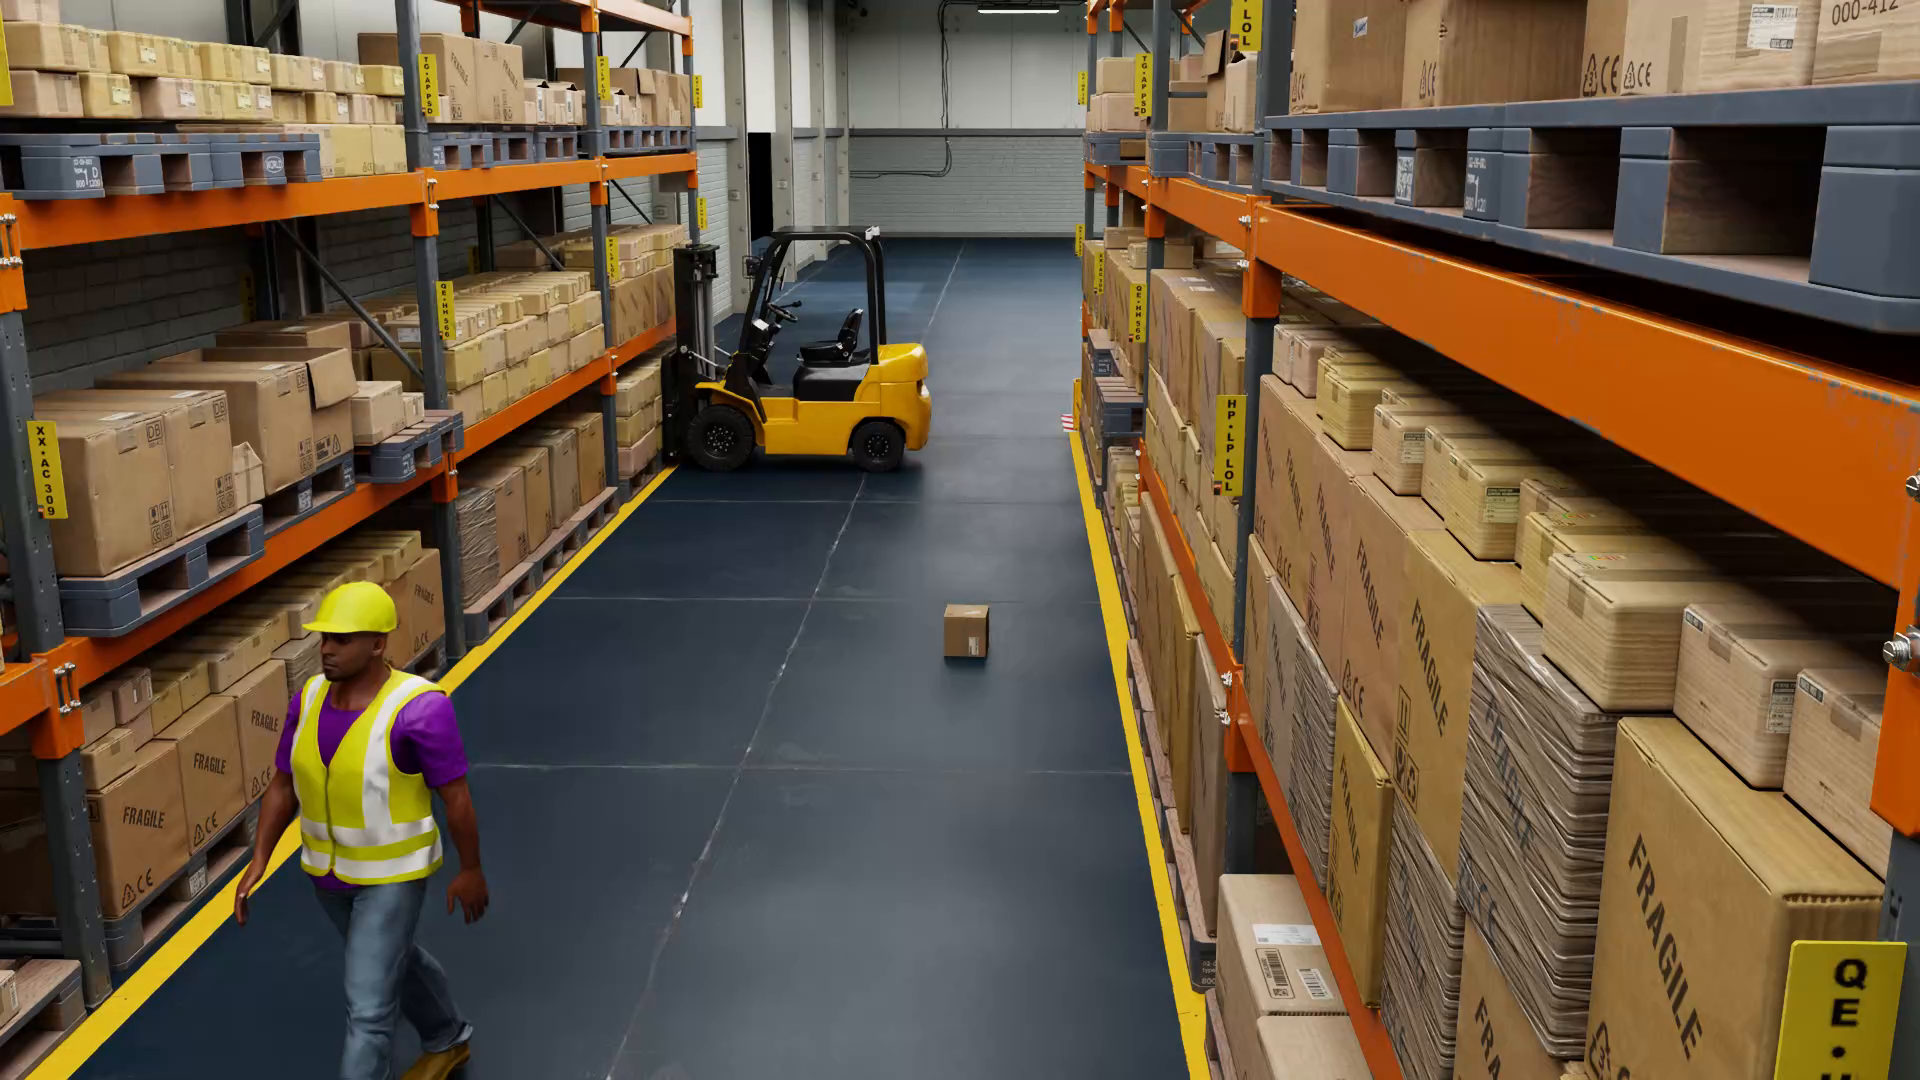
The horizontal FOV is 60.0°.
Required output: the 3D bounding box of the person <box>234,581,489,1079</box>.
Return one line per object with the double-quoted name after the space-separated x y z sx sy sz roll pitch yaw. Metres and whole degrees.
-1.813 0.986 4.880 0.609 1.708 1.010 6 15 24 "person"
